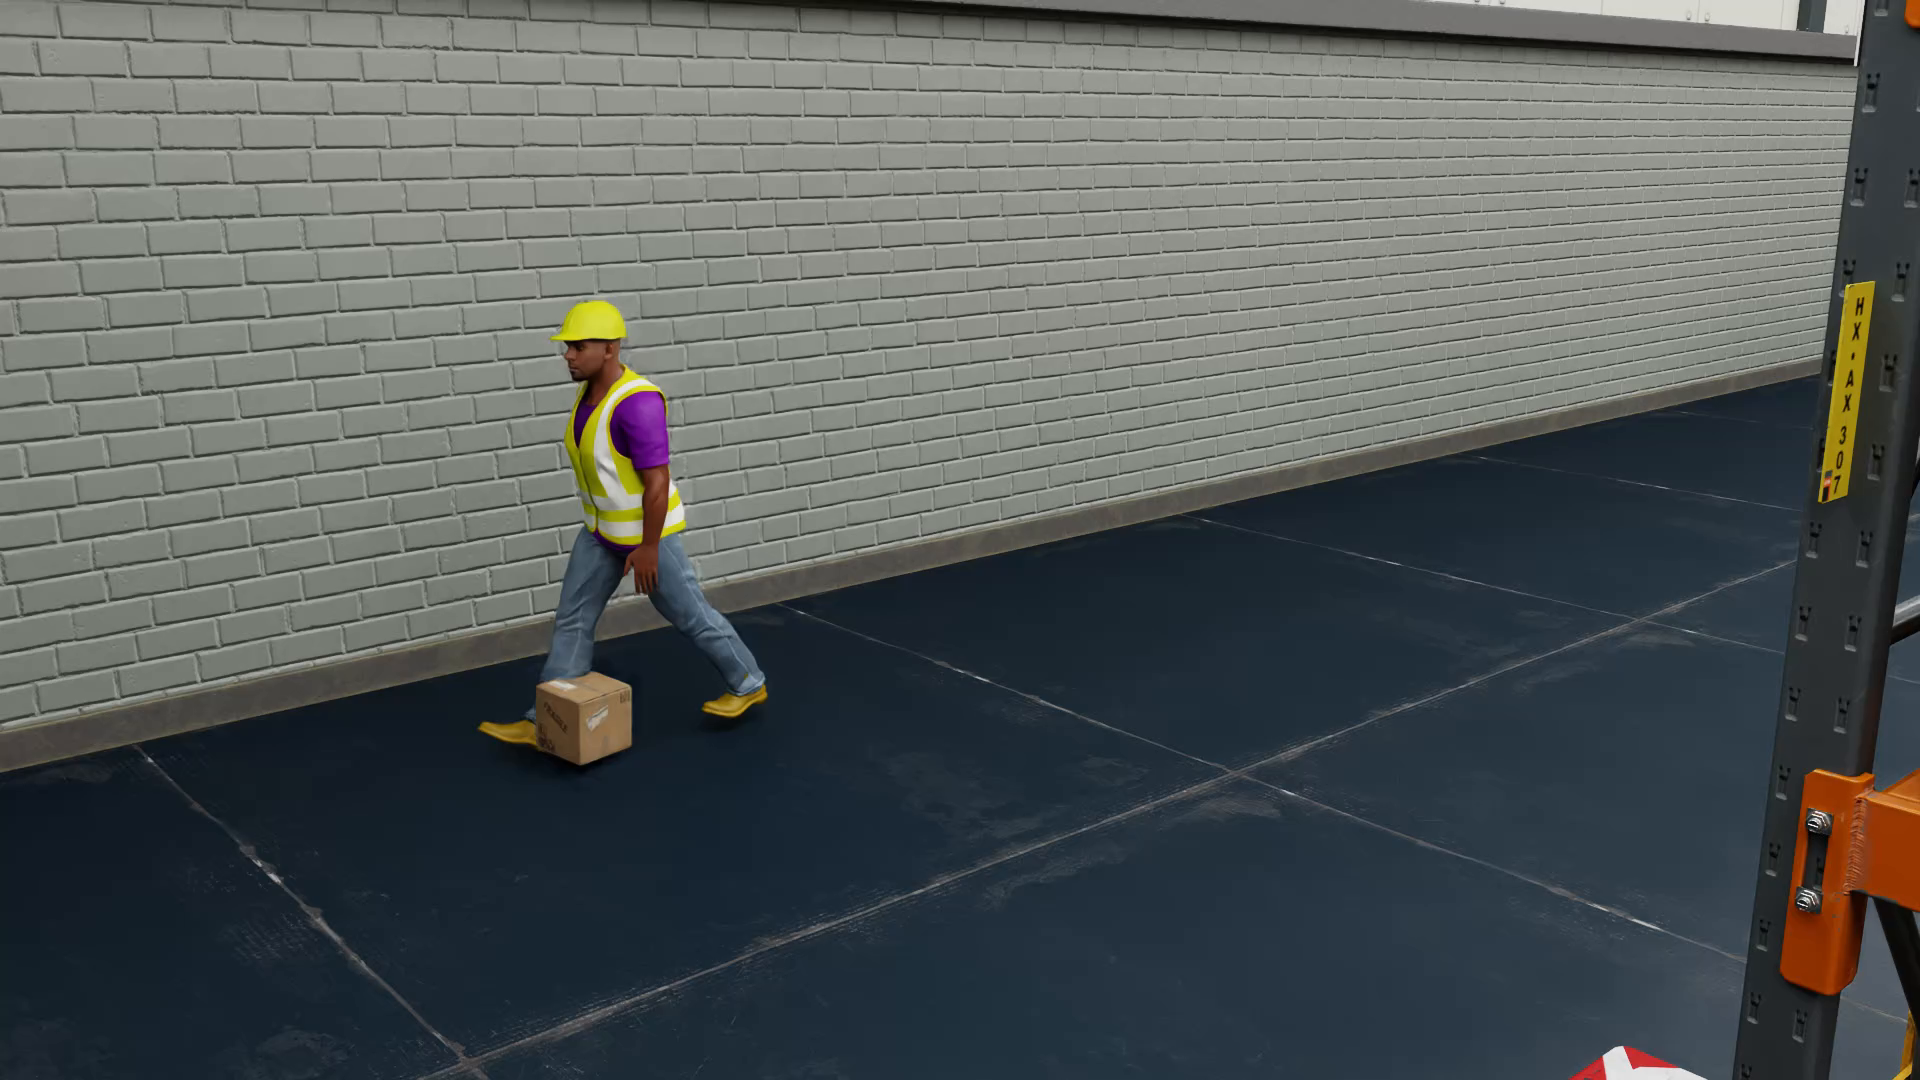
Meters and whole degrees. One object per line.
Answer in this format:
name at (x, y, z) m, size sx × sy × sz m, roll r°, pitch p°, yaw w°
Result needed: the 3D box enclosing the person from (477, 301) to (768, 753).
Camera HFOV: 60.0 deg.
person at (-1.249, -0.043, 6.222) m, size 1.134 × 1.697 × 0.570 m, roll -12°, pitch 18°, yaw -40°
